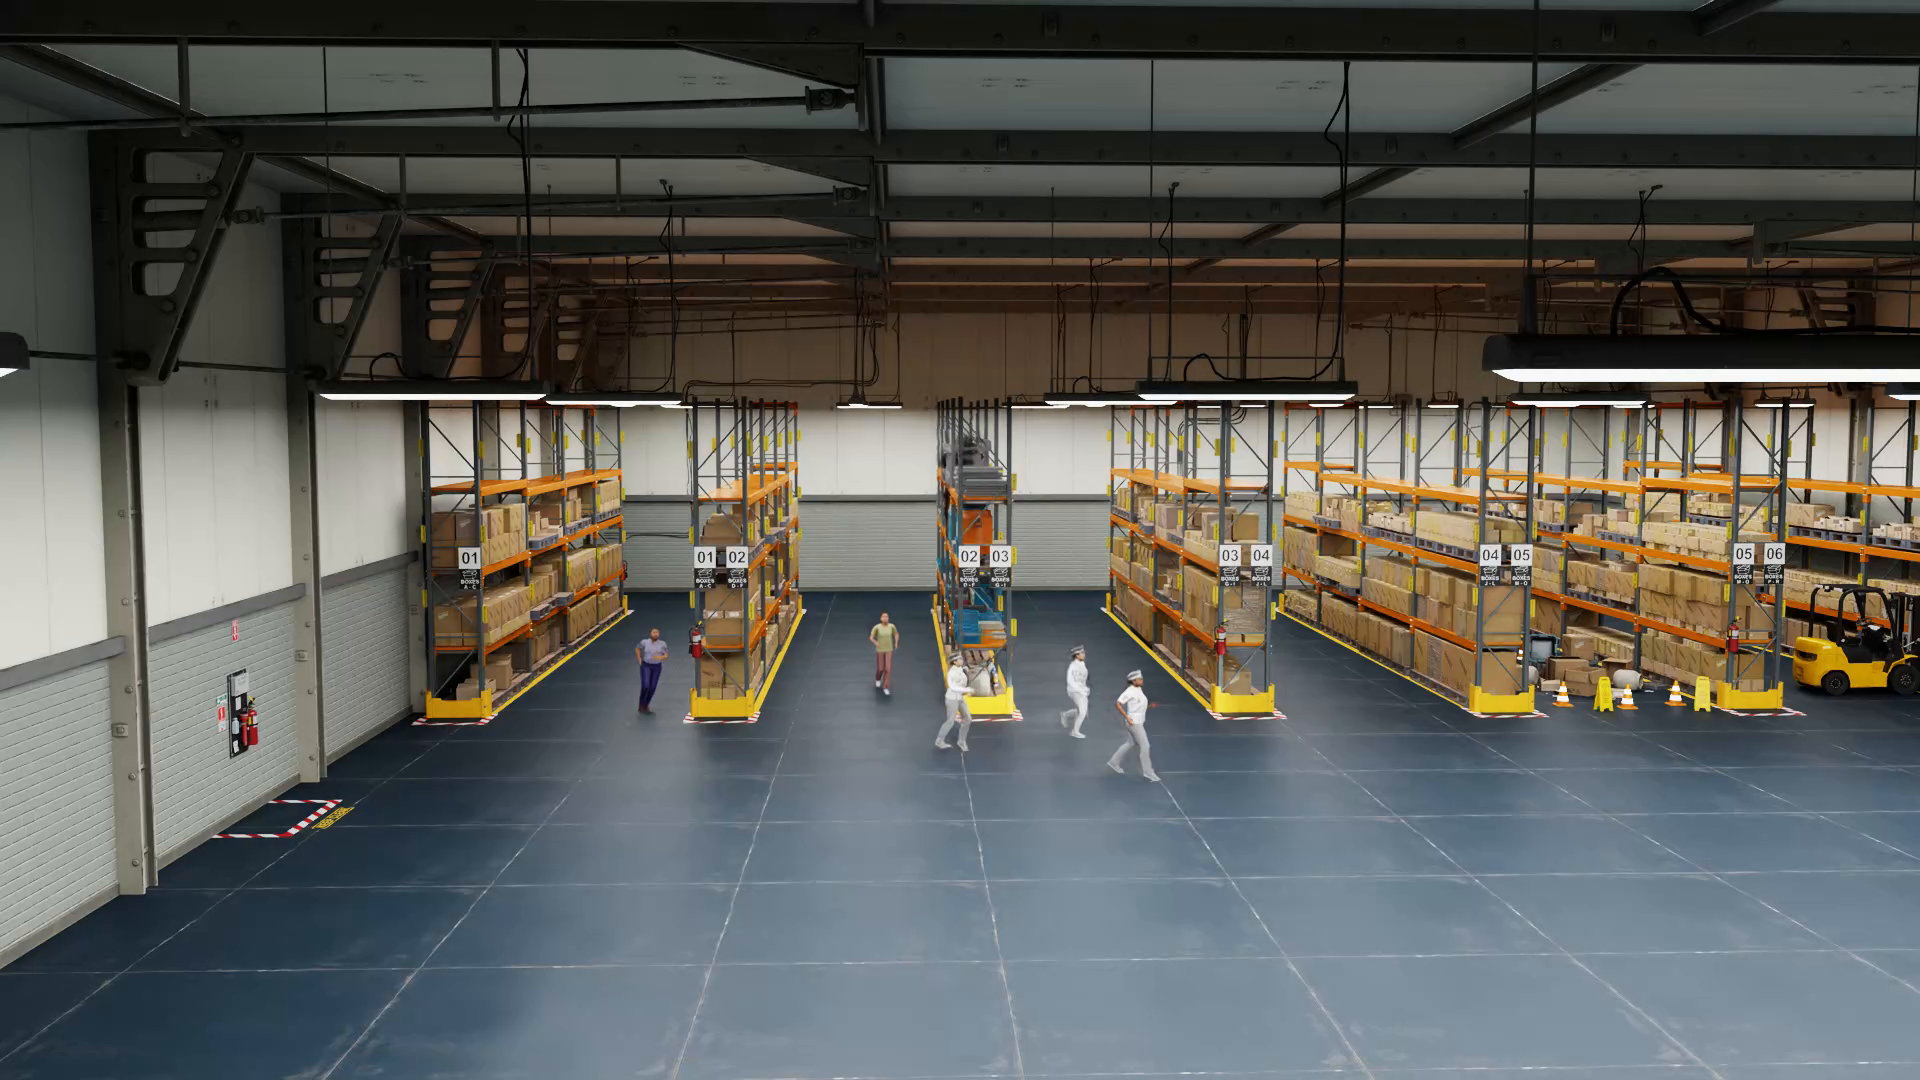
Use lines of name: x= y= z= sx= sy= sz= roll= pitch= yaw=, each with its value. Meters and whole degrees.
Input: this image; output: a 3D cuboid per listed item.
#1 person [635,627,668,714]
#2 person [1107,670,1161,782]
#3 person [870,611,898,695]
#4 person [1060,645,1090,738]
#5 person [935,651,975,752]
person: x=-5.862 y=2.480 z=31.681 sx=0.588 sy=1.660 sz=0.637 roll=-2 pitch=5 yaw=-22
person: x=2.728 y=2.866 z=25.829 sx=0.852 sy=1.721 sz=0.562 roll=1 pitch=5 yaw=18
person: x=-1.539 y=2.280 z=33.951 sx=0.602 sy=1.668 sz=0.761 roll=-1 pitch=5 yaw=-12
person: x=2.008 y=2.656 z=29.248 sx=0.585 sy=1.644 sz=0.599 roll=2 pitch=5 yaw=24
person: x=-0.058 y=2.738 z=28.001 sx=0.711 sy=1.758 sz=0.632 roll=2 pitch=5 yaw=24
